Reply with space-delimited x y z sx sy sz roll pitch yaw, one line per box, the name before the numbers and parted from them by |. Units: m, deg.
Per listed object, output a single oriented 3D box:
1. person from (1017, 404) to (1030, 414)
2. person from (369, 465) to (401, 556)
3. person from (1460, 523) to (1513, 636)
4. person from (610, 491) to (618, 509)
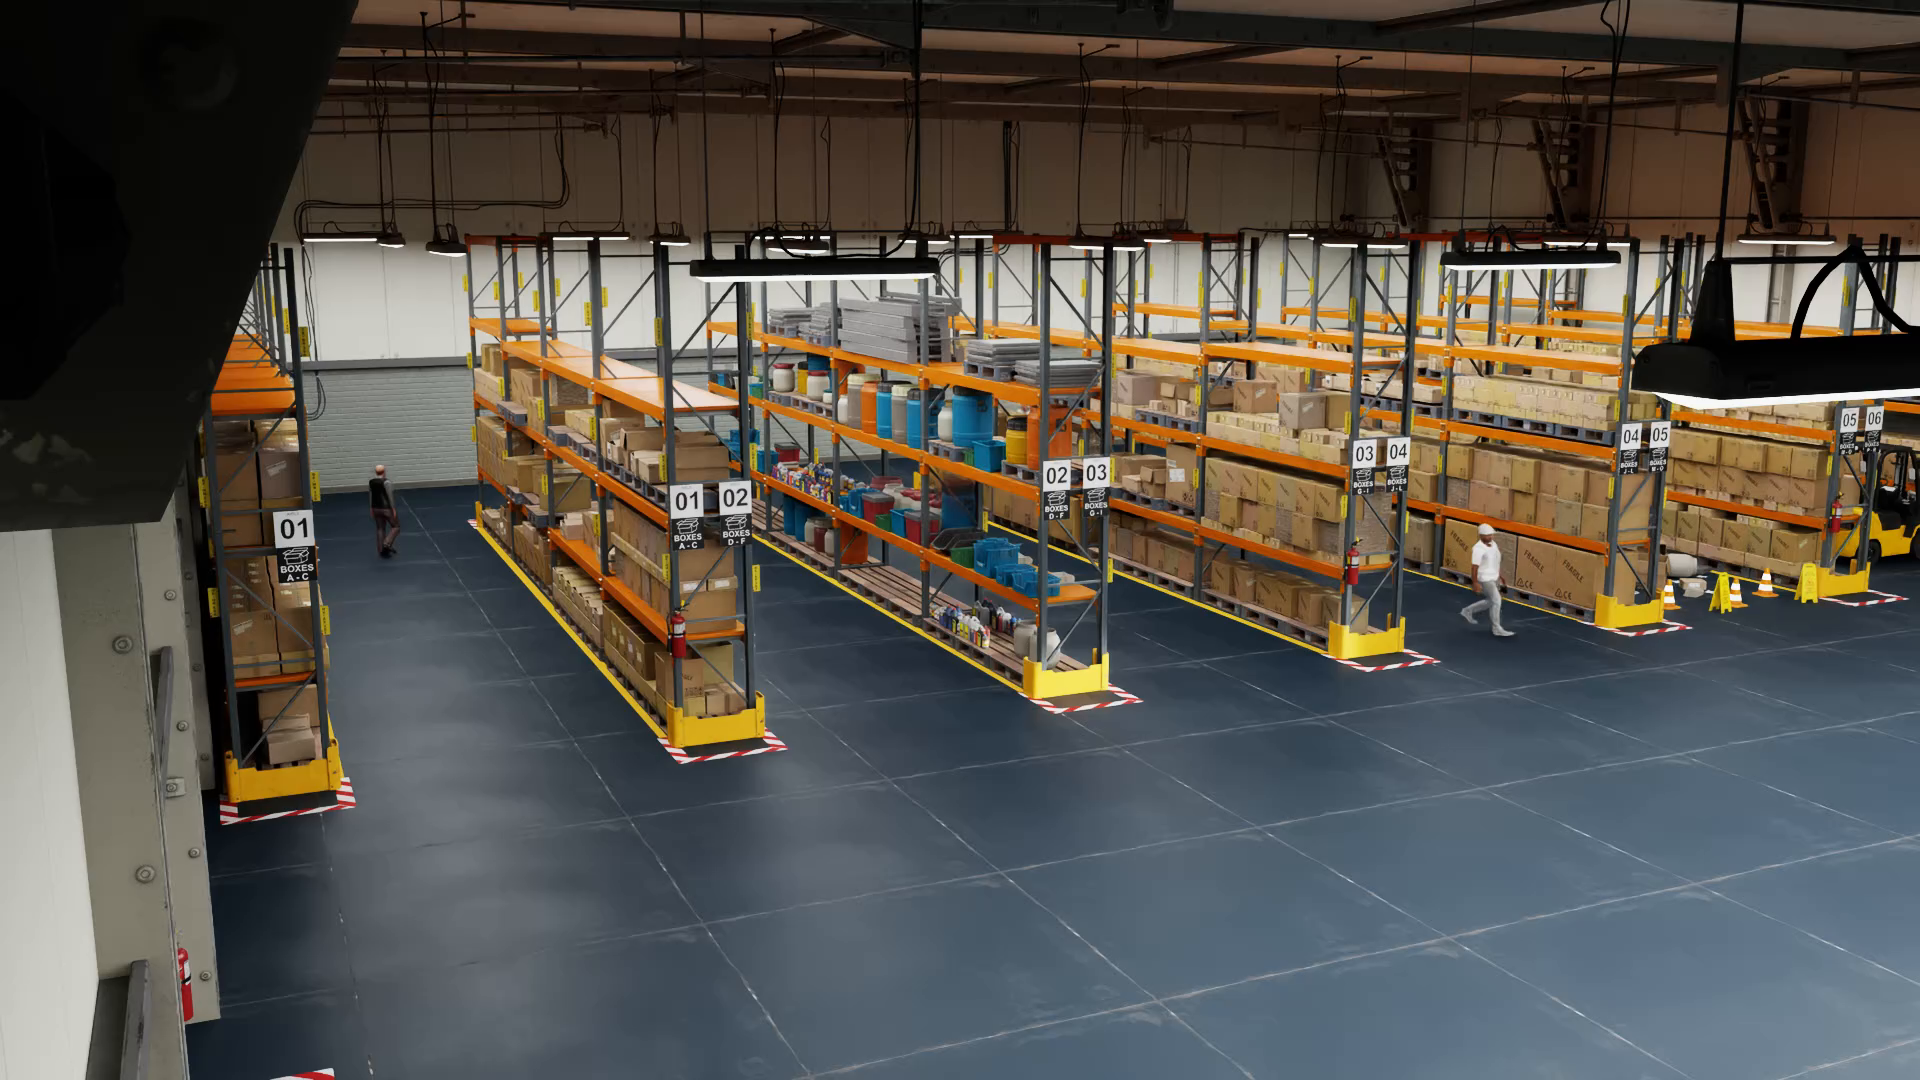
person | 1.695 -2.800 42.977 0.565 1.716 1.074 -4 12 -20
person | -10.938 -0.560 31.502 0.567 1.724 0.478 4 12 19
person | 8.107 0.596 25.505 0.853 1.732 0.579 8 13 35
person | -7.304 -1.142 34.437 0.642 1.815 0.499 8 14 37
